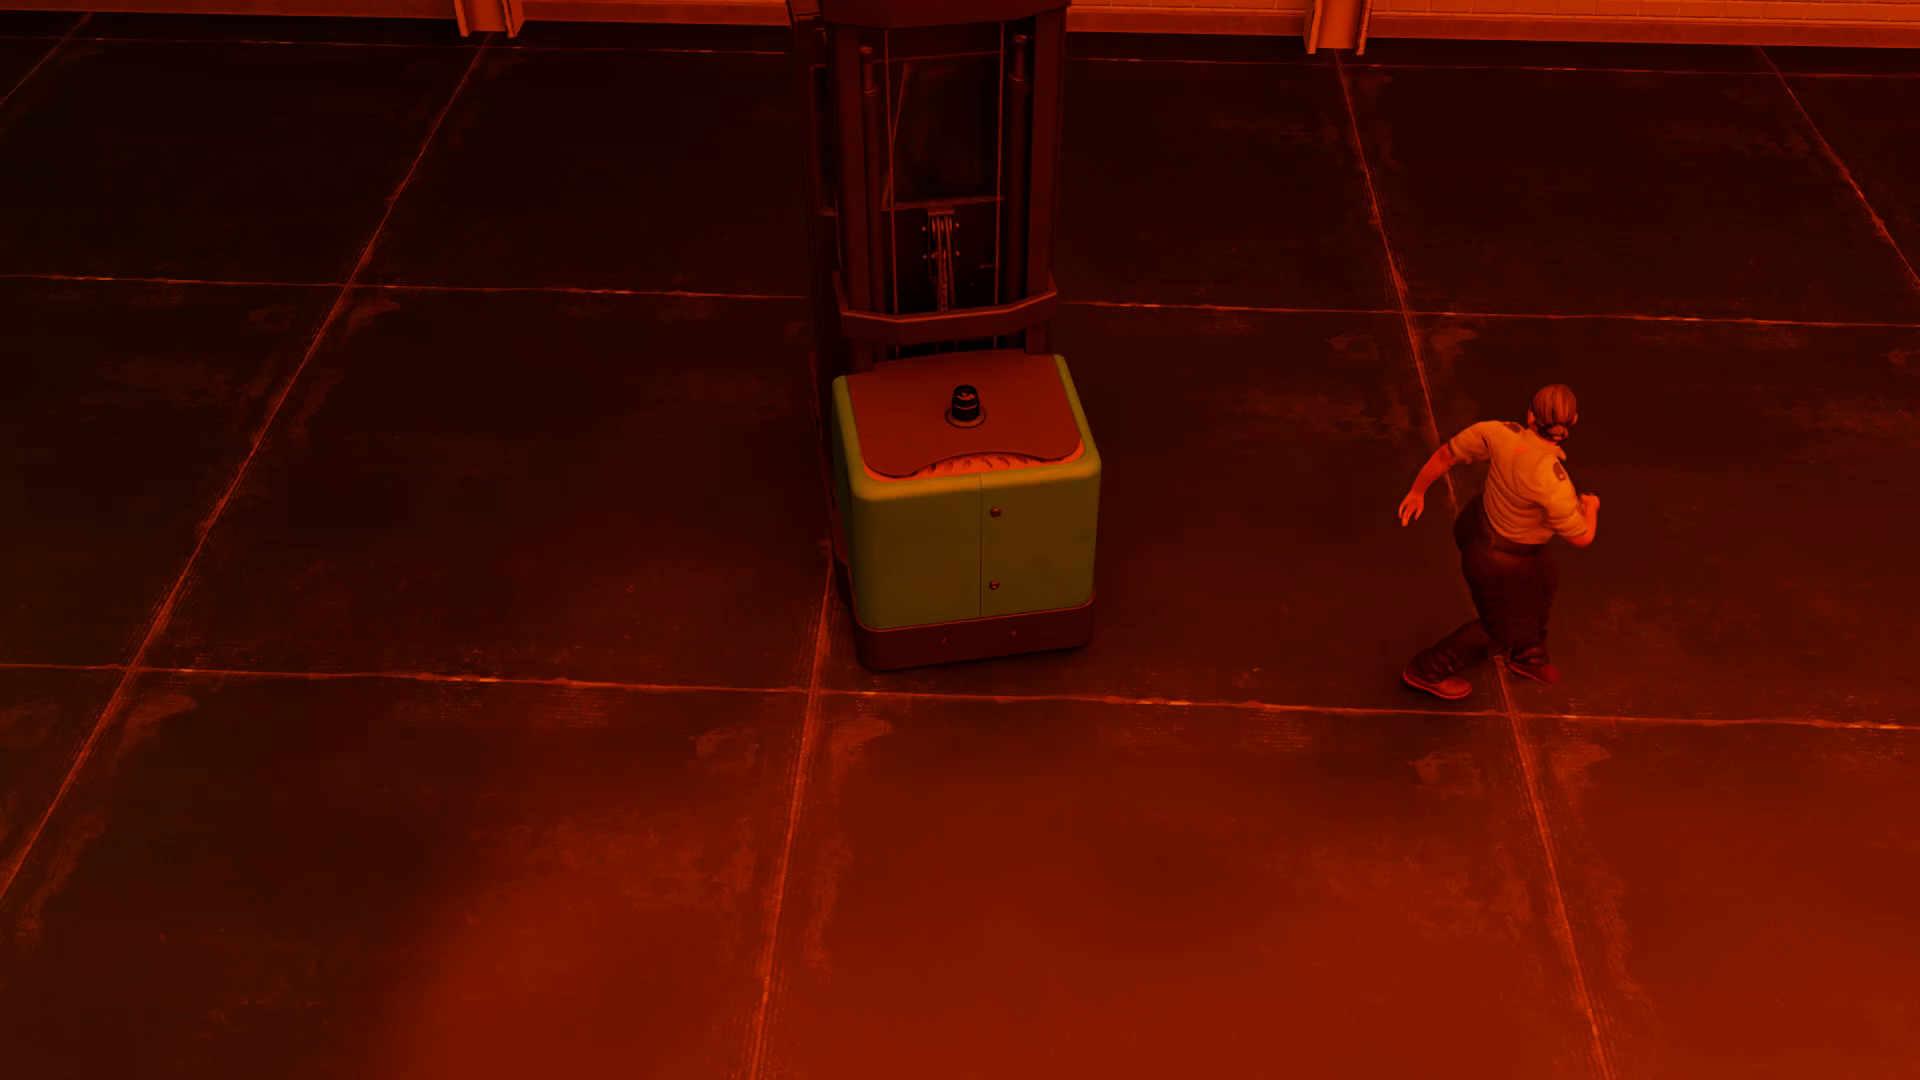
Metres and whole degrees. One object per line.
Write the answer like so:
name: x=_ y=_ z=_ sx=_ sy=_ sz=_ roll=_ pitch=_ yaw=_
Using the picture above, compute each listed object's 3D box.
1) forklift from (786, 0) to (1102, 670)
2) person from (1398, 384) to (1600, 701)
forklift: x=-0.161 y=-1.520 z=7.407 sx=1.130 sy=2.935 sz=3.031 roll=-6 pitch=43 yaw=-7
person: x=2.231 y=0.046 z=6.730 sx=0.851 sy=1.631 sz=0.518 roll=-1 pitch=42 yaw=-1
